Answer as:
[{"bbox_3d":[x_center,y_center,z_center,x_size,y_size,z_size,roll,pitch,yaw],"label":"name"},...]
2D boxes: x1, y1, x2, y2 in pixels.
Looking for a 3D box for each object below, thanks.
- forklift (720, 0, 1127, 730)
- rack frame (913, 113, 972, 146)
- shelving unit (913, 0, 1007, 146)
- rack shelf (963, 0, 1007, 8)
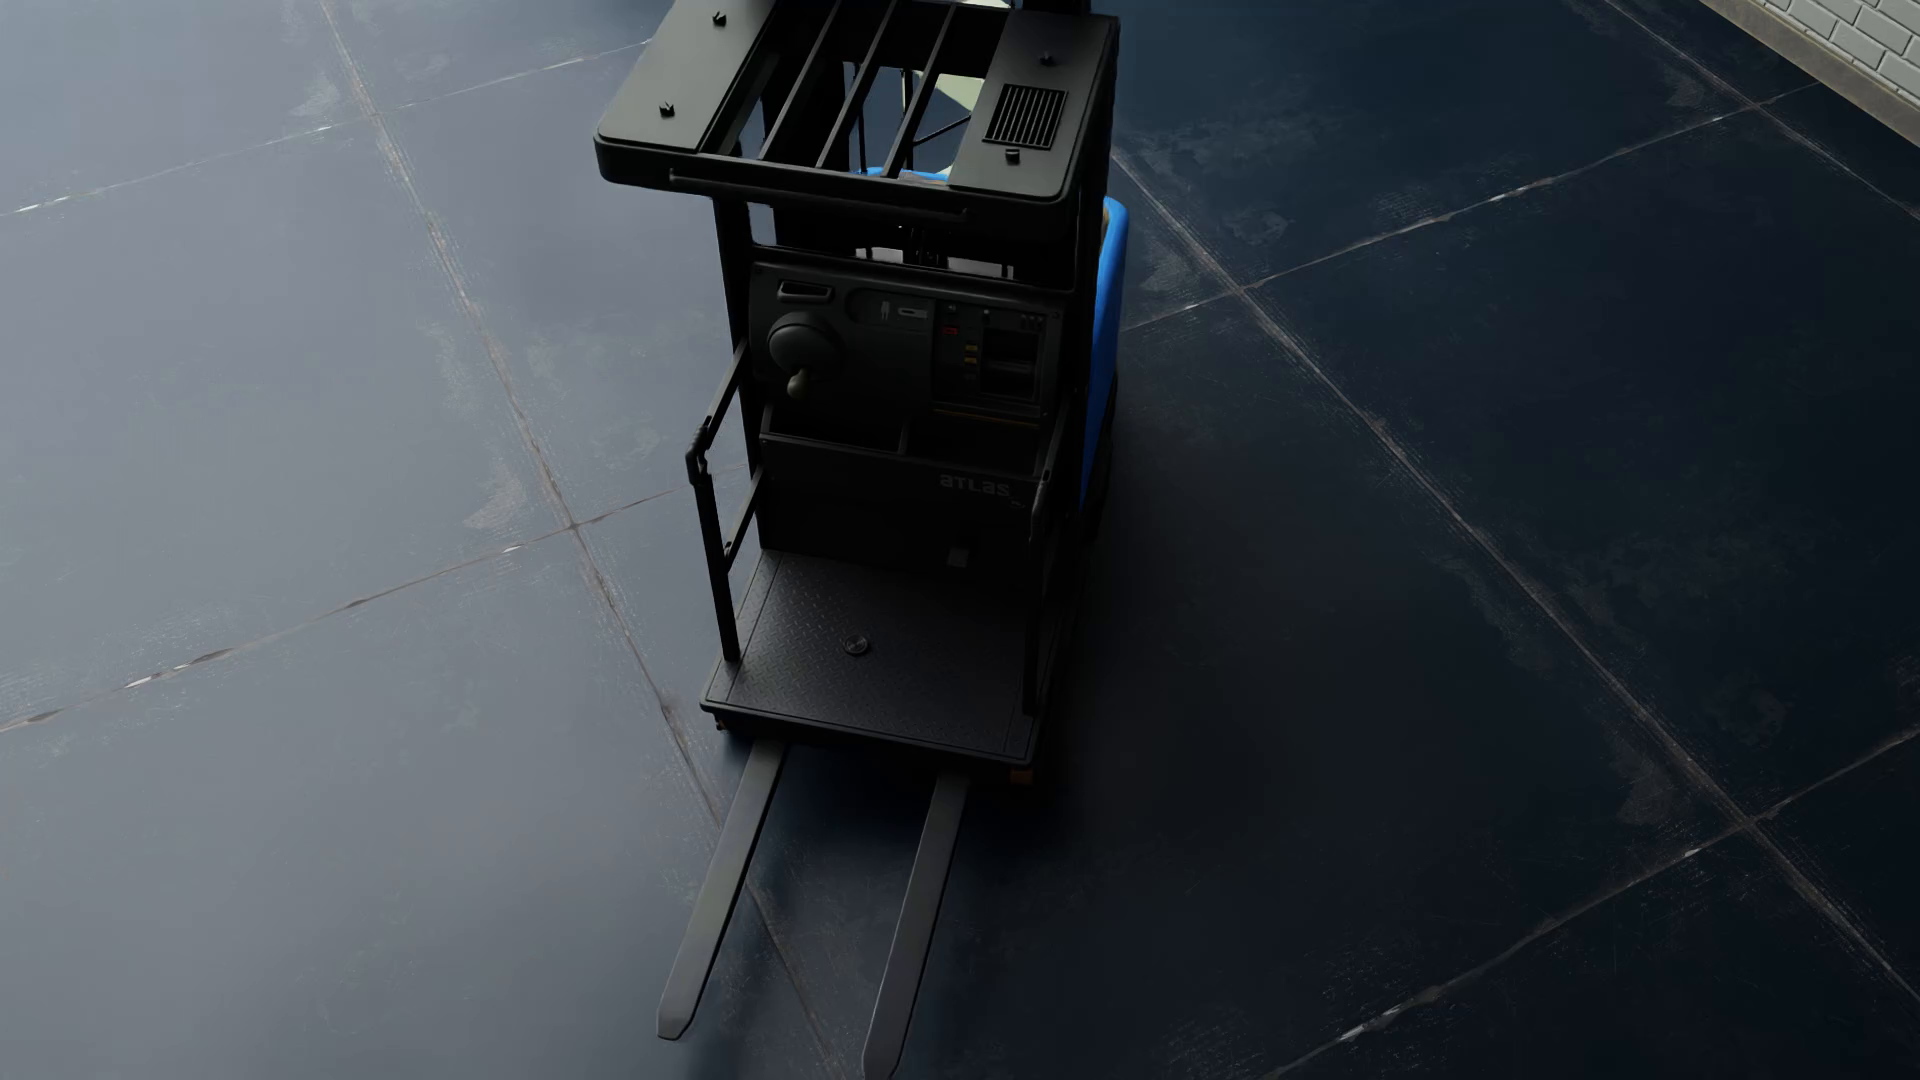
[{"bbox_3d":[-0.217,-0.468,4.712,1.109,2.935,3.031,10,50,8],"label":"forklift"},{"bbox_3d":[-0.065,-1.652,6.698,0.380,1.308,0.010,-32,56,-25],"label":"rack frame"},{"bbox_3d":[0.170,-1.440,6.512,0.380,1.308,0.742,-32,56,-25],"label":"shelving unit"},{"bbox_3d":[0.169,-1.784,6.118,0.368,0.052,0.686,-32,56,-25],"label":"rack shelf"}]
